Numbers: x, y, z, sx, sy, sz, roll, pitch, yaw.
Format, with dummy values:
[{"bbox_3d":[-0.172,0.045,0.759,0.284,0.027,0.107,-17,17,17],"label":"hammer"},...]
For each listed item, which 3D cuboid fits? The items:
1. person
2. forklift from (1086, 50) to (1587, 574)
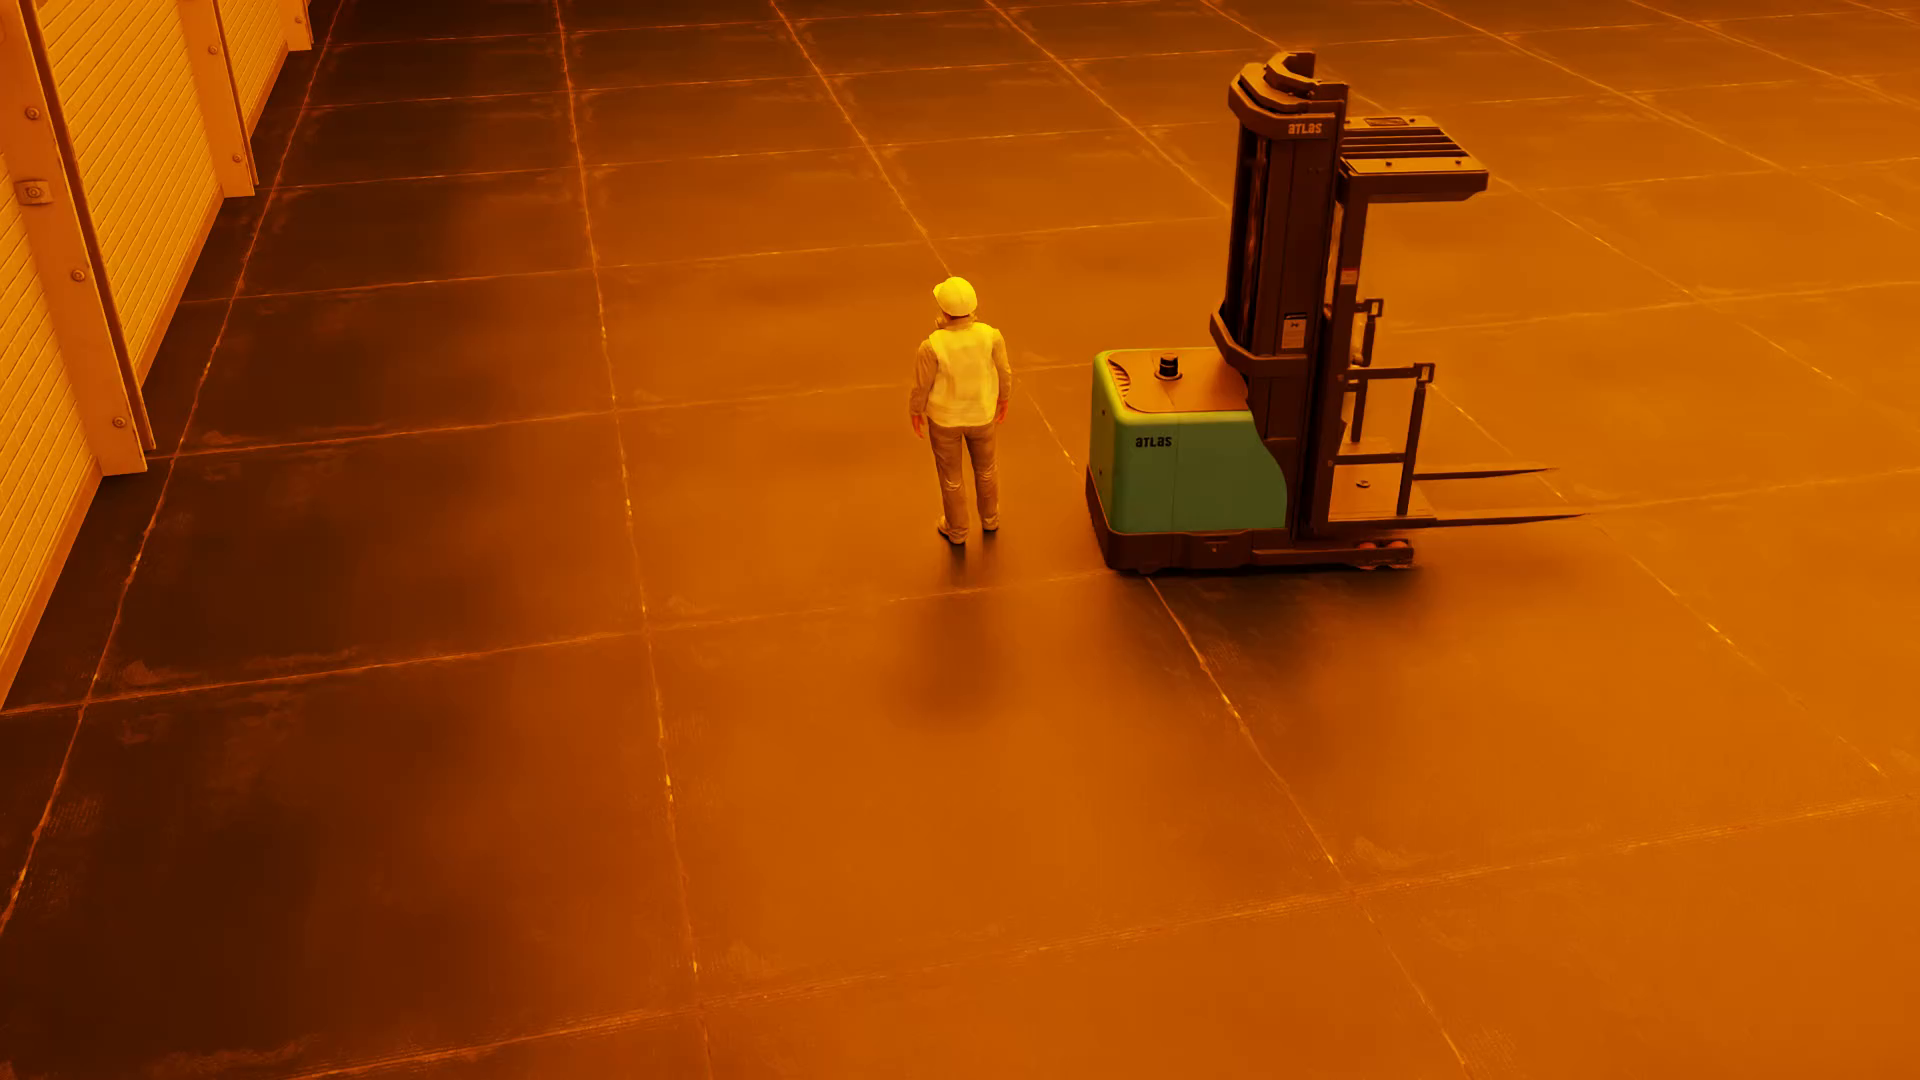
[{"bbox_3d":[-0.008,-0.806,10.106,0.634,1.775,0.566,-7,31,-12],"label":"person"},{"bbox_3d":[2.364,-1.347,9.902,3.031,2.935,1.130,-2,30,-4],"label":"forklift"}]
